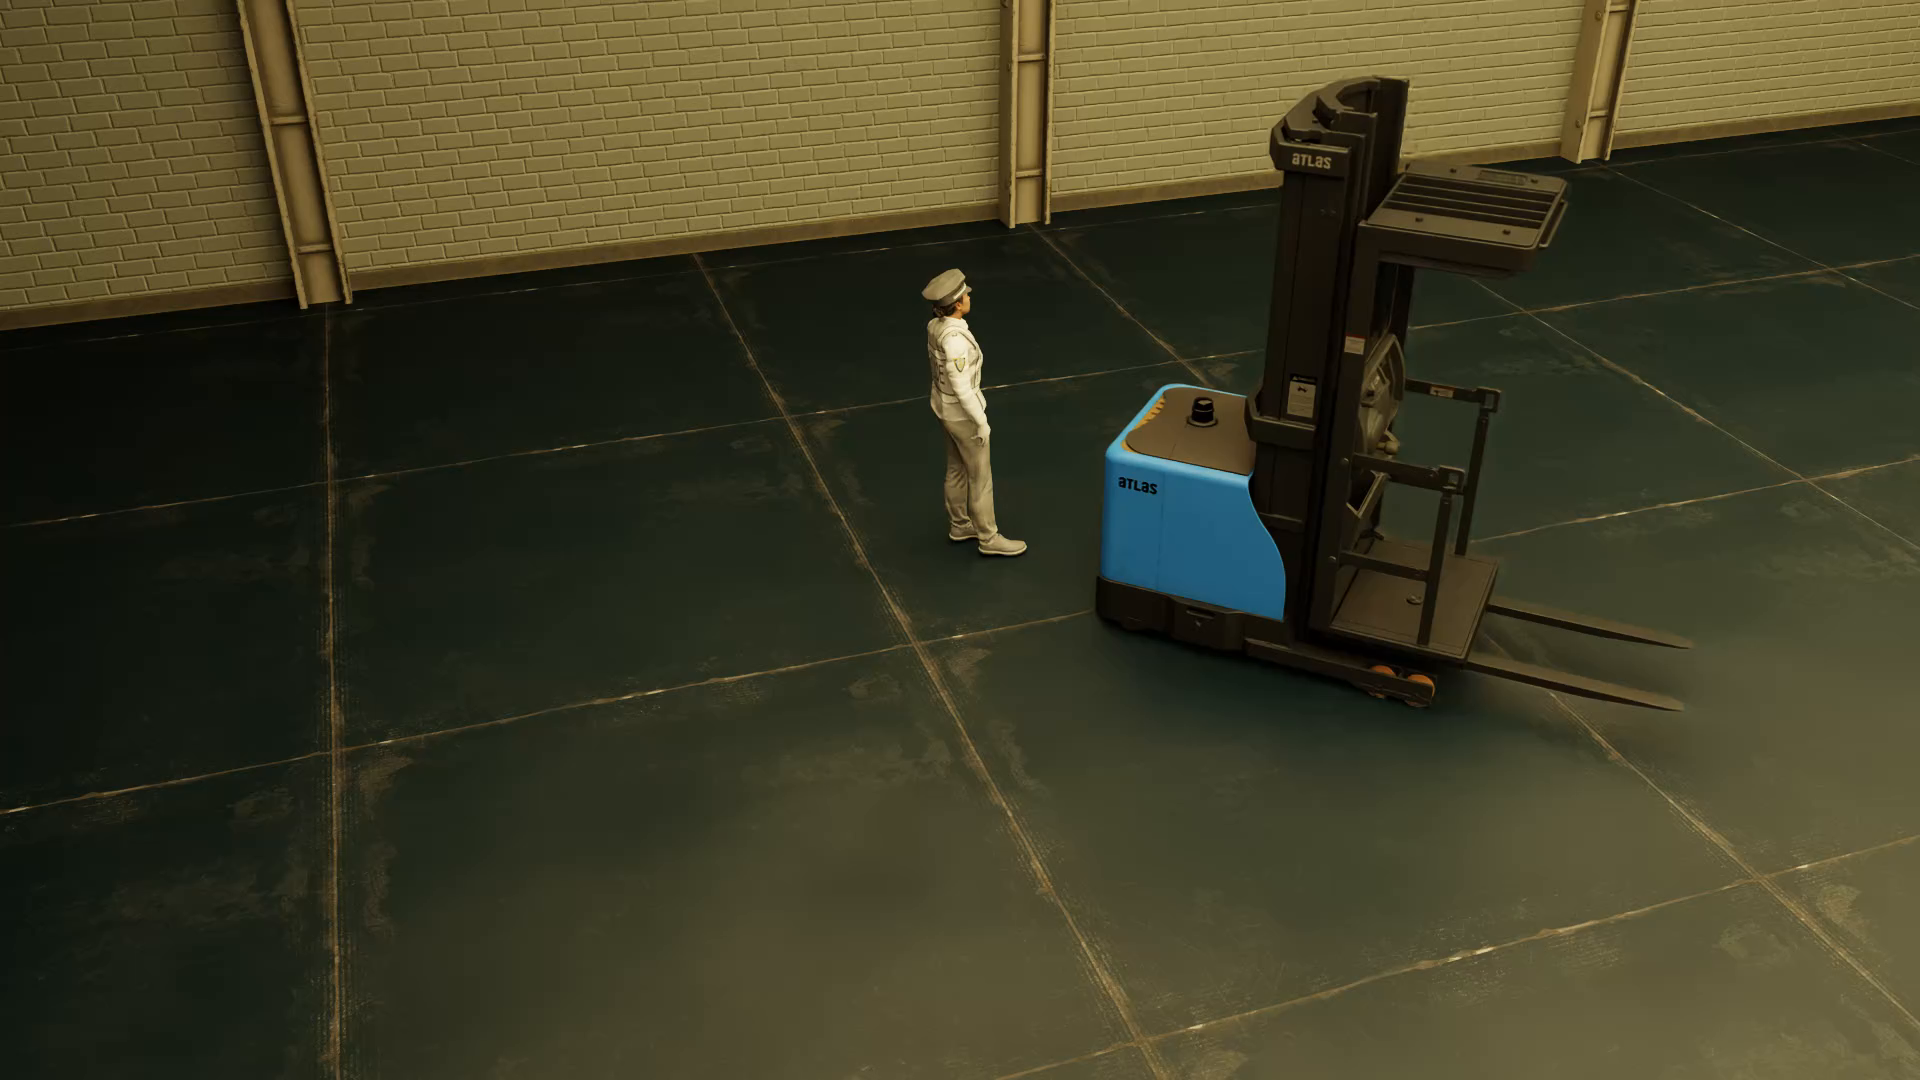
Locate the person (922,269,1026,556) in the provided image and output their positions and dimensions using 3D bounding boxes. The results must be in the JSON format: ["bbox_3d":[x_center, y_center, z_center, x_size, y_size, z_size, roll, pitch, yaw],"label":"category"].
[{"bbox_3d":[0.067,-0.748,9.613,0.531,1.694,0.586,-10,31,-16],"label":"person"}]

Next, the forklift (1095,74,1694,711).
[{"bbox_3d":[2.308,-0.715,8.330,3.031,2.935,1.130,13,32,22],"label":"forklift"}]
